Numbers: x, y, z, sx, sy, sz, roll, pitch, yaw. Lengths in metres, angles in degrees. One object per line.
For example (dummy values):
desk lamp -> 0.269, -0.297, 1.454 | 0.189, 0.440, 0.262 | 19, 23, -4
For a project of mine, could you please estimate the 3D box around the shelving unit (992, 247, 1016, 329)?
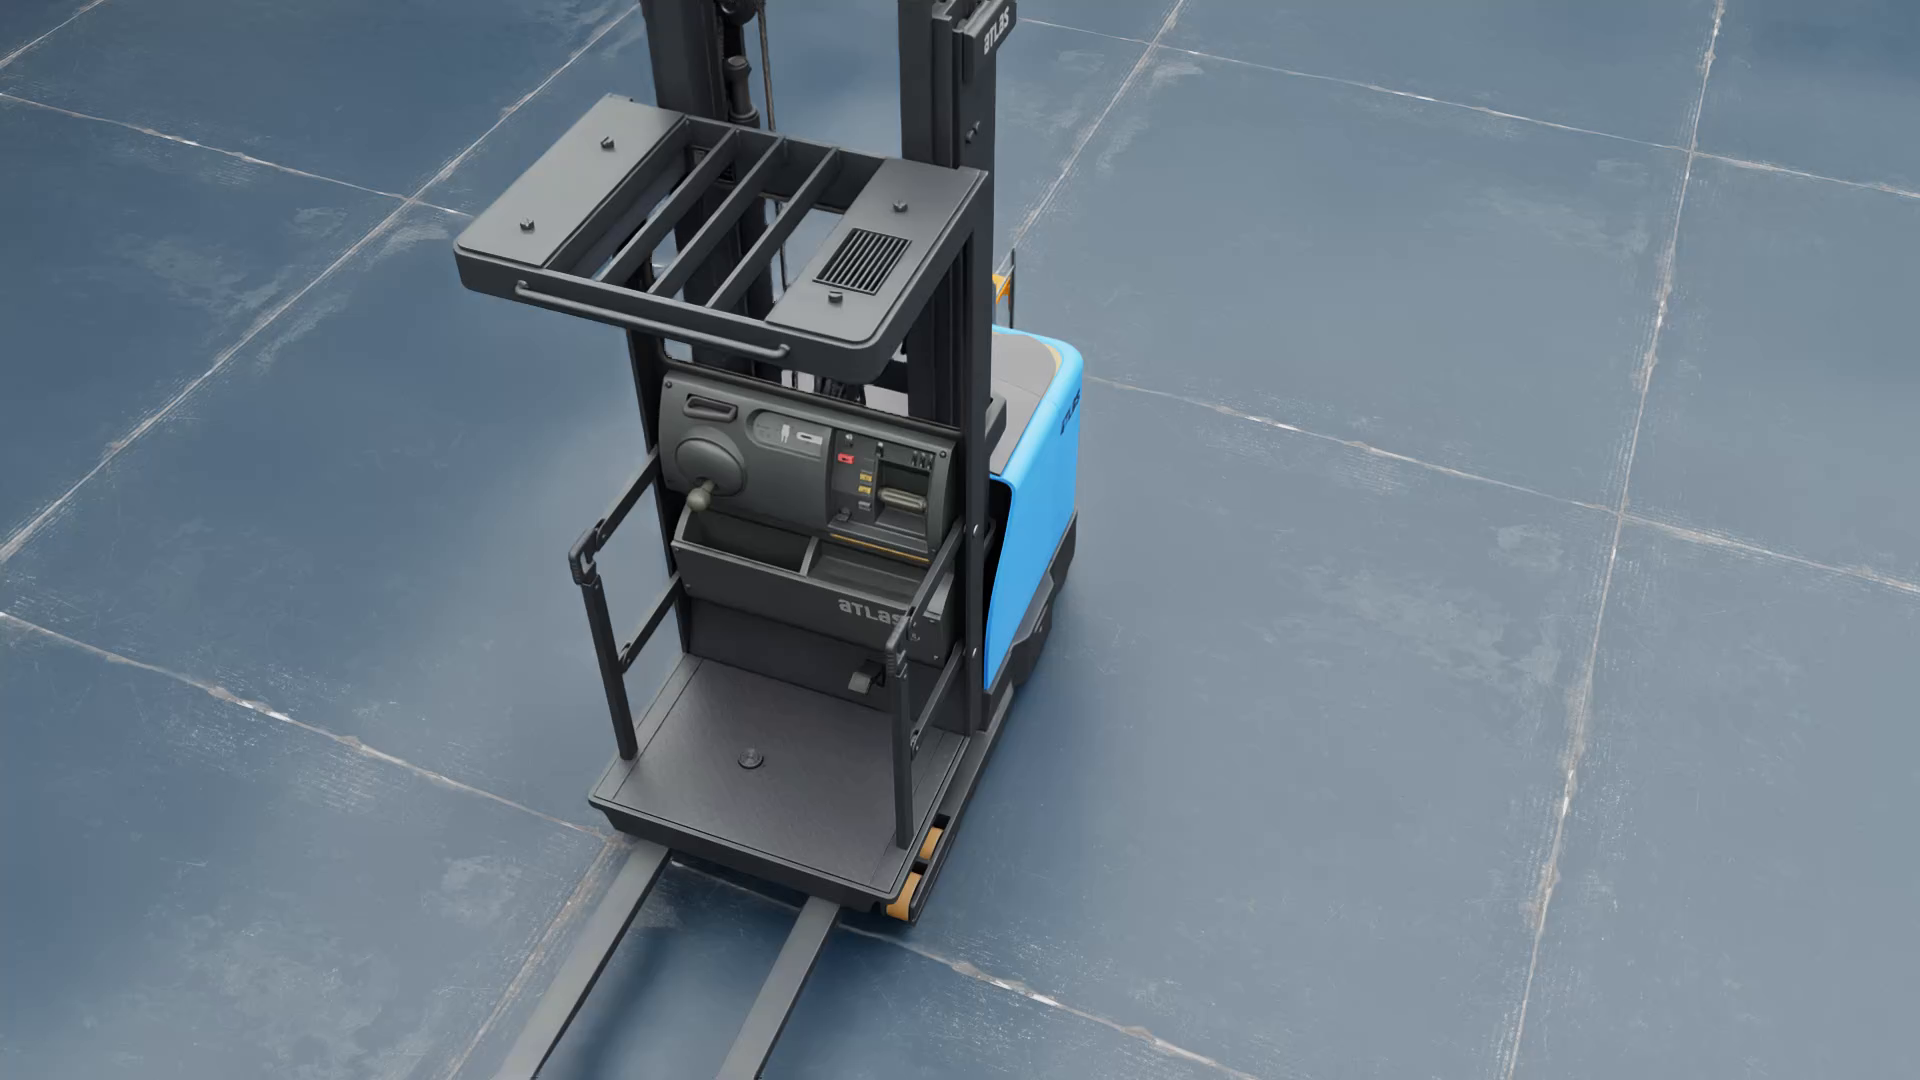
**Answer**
shelving unit -> -0.069, -0.635, 6.538 | 0.503, 1.200, 0.258 | 15, 47, 14

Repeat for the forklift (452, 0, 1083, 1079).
forklift -> -0.542, -0.124, 4.797 | 1.130, 2.935, 3.031 | 15, 47, 15

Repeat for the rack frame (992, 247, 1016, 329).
rack frame -> 0.160, -0.576, 6.478 | 0.015, 1.200, 0.240 | 15, 47, 14

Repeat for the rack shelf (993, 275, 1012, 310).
rack shelf -> -0.069, -0.914, 6.261 | 0.480, 0.148, 0.258 | 15, 47, 14
